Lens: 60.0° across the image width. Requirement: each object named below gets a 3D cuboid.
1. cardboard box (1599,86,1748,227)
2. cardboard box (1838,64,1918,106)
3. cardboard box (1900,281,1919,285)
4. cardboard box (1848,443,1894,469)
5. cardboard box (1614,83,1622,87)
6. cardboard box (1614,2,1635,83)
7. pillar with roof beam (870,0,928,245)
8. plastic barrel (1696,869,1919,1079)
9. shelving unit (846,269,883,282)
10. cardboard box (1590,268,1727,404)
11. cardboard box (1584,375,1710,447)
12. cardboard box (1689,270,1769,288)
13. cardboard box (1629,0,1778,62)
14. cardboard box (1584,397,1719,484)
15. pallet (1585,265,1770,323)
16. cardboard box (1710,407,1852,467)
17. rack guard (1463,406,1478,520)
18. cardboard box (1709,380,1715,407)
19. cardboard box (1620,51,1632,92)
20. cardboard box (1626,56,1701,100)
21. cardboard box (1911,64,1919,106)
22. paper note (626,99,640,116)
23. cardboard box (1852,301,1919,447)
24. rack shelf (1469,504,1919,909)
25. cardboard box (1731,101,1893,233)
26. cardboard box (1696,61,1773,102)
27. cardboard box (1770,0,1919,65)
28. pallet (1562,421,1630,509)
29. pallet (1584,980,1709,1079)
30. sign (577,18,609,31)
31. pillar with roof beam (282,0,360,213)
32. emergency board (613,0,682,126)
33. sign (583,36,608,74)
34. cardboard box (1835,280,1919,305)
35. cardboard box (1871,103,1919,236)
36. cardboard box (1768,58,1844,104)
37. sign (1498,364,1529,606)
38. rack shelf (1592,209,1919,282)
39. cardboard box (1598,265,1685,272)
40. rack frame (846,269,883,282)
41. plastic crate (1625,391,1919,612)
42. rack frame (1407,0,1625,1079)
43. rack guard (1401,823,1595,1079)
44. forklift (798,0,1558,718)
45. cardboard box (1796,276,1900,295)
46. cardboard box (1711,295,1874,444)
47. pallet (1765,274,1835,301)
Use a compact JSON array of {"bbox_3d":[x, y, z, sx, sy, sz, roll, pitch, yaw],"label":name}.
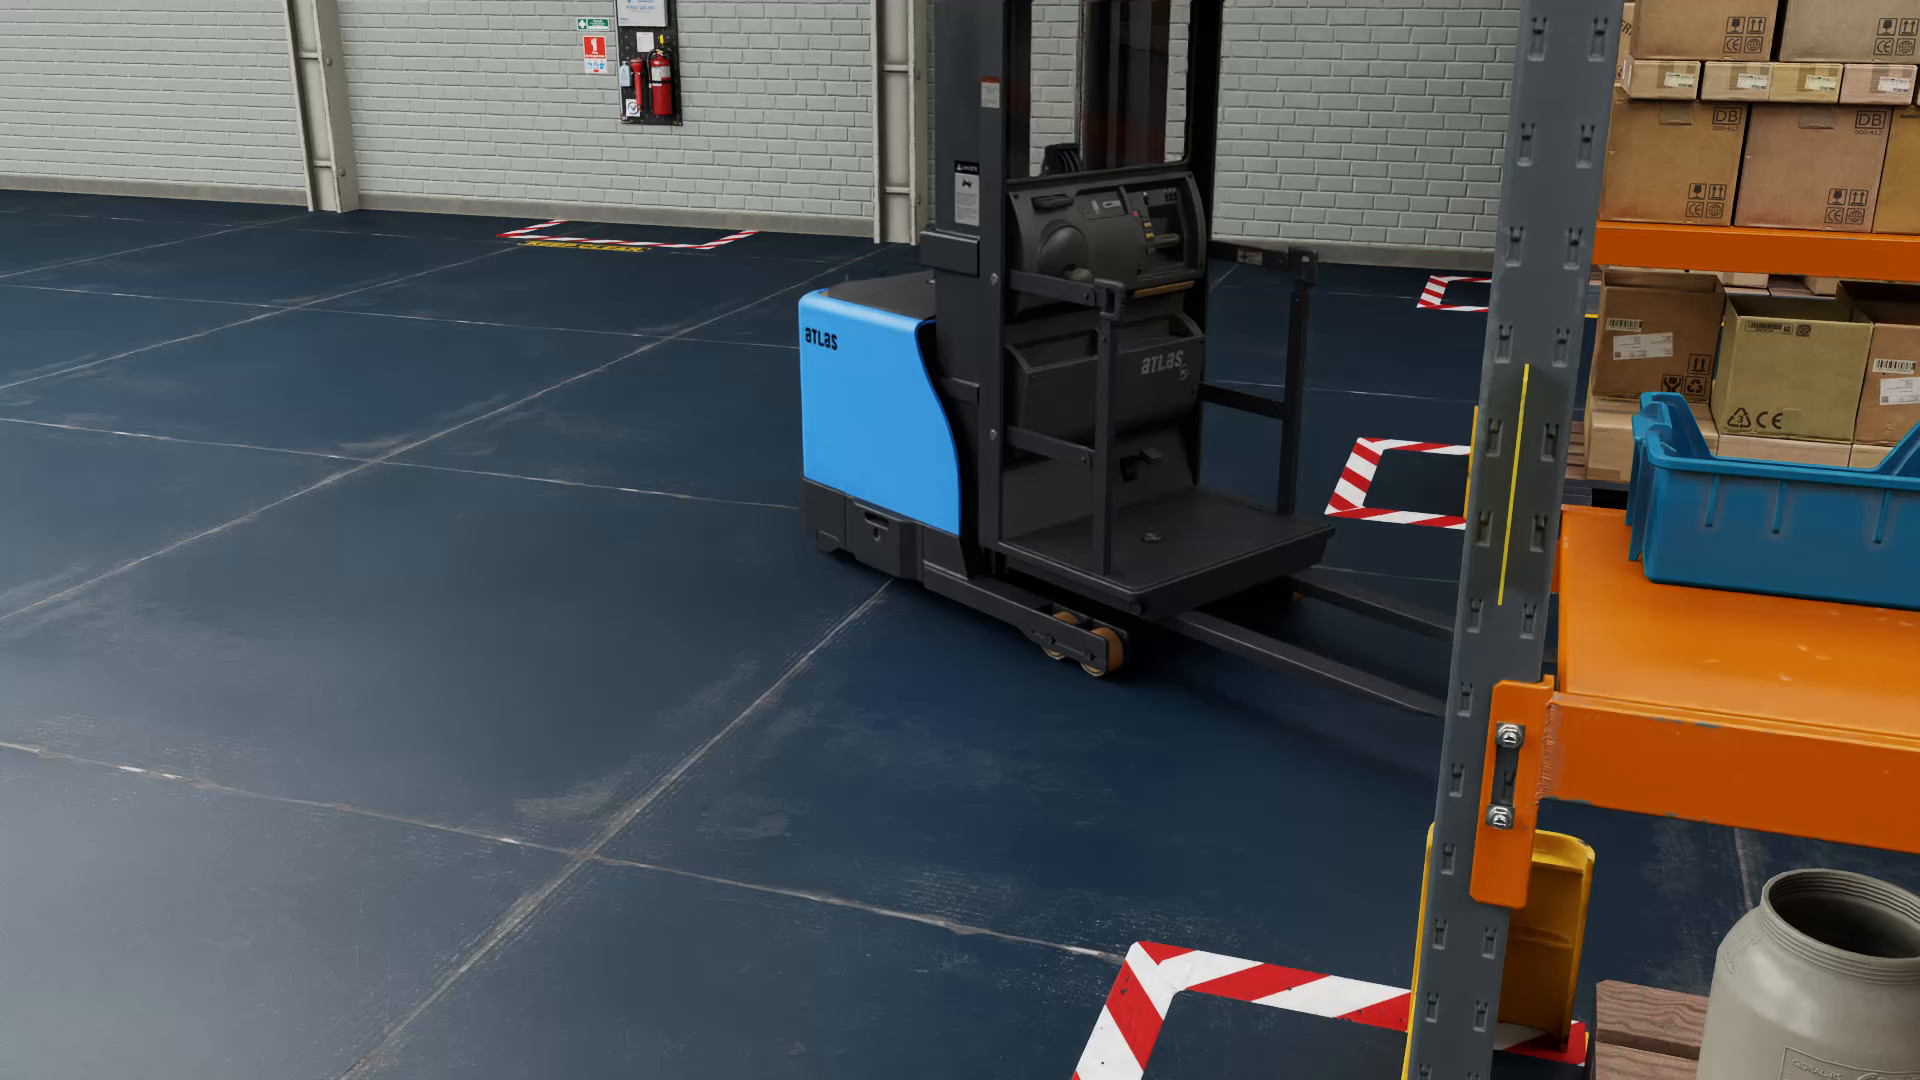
[{"bbox_3d":[3.021,-1.648,7.096,0.500,0.500,0.700,7,20,18],"label":"cardboard box"},{"bbox_3d":[3.607,-1.817,6.593,0.250,0.149,0.380,6,20,17],"label":"cardboard box"},{"bbox_3d":[6.481,-1.804,11.359,0.250,0.149,0.380,5,20,14],"label":"cardboard box"},{"bbox_3d":[3.964,-0.321,6.980,0.500,0.250,0.500,7,20,18],"label":"cardboard box"},{"bbox_3d":[4.563,-2.983,11.275,0.500,0.250,0.500,6,20,16],"label":"cardboard box"},{"bbox_3d":[4.559,-3.344,11.170,0.500,0.500,0.500,7,20,18],"label":"cardboard box"},{"bbox_3d":[-1.929,-5.532,9.274,0.400,9.000,9.100,7,20,18],"label":"pillar with roof beam"},{"bbox_3d":[1.602,0.908,3.056,0.421,0.512,0.421,0,19,0],"label":"plastic barrel"},{"bbox_3d":[-0.335,-0.642,7.324,0.215,1.050,0.252,-16,25,-38],"label":"shelving unit"},{"bbox_3d":[3.189,-0.944,7.627,0.500,0.500,0.500,7,20,18],"label":"cardboard box"},{"bbox_3d":[3.188,-0.589,7.749,0.500,0.250,0.500,7,20,18],"label":"cardboard box"},{"bbox_3d":[5.369,-1.970,11.587,0.500,0.311,0.500,8,21,23],"label":"cardboard box"},{"bbox_3d":[3.071,-2.255,6.866,0.500,0.500,0.700,7,20,18],"label":"cardboard box"},{"bbox_3d":[3.018,-0.428,7.287,0.500,0.250,0.500,7,20,18],"label":"cardboard box"},{"bbox_3d":[5.034,-1.772,11.840,1.213,0.211,1.003,7,20,18],"label":"pallet"},{"bbox_3d":[3.491,-0.375,7.135,0.500,0.250,0.500,7,20,18],"label":"cardboard box"},{"bbox_3d":[2.562,-0.478,7.687,0.348,0.500,1.175,7,20,18],"label":"rack guard"},{"bbox_3d":[3.664,-0.539,7.605,0.500,0.250,0.500,7,20,18],"label":"cardboard box"},{"bbox_3d":[3.008,-2.027,7.196,0.250,0.149,0.380,6,20,17],"label":"cardboard box"},{"bbox_3d":[2.884,-1.900,6.831,0.250,0.149,0.380,6,20,18],"label":"cardboard box"},{"bbox_3d":[3.860,-1.789,6.513,0.250,0.149,0.380,6,20,16],"label":"cardboard box"},{"bbox_3d":[-2.983,-3.941,15.163,0.142,0.148,0.016,7,20,18],"label":"paper note"},{"bbox_3d":[3.967,-0.679,6.867,0.500,0.500,0.500,7,20,18],"label":"cardboard box"},{"bbox_3d":[2.844,0.440,2.350,4.000,0.370,1.077,7,20,18],"label":"rack shelf"},{"bbox_3d":[3.519,-1.593,6.937,0.500,0.500,0.700,7,20,19],"label":"cardboard box"},{"bbox_3d":[3.135,-1.872,6.752,0.250,0.149,0.380,6,20,17],"label":"cardboard box"},{"bbox_3d":[3.570,-2.200,6.707,0.500,0.500,0.700,6,20,17],"label":"cardboard box"},{"bbox_3d":[3.320,-0.269,7.527,1.213,0.211,1.003,7,20,18],"label":"pallet"},{"bbox_3d":[1.808,1.284,3.072,1.213,0.211,1.003,7,20,18],"label":"pallet"},{"bbox_3d":[-3.325,-4.672,15.062,0.331,0.109,0.001,7,20,18],"label":"sign"},{"bbox_3d":[-7.597,-6.180,11.134,0.400,9.000,9.100,7,20,18],"label":"pillar with roof beam"},{"bbox_3d":[-2.838,-4.316,14.902,0.643,1.169,0.194,7,20,18],"label":"emergency board"},{"bbox_3d":[-3.326,-4.425,15.159,0.234,0.329,0.001,7,20,18],"label":"sign"},{"bbox_3d":[4.138,-0.841,7.331,0.500,0.500,0.500,7,20,18],"label":"cardboard box"},{"bbox_3d":[3.986,-1.538,6.778,0.500,0.500,0.700,7,20,18],"label":"cardboard box"},{"bbox_3d":[3.370,-1.845,6.673,0.250,0.149,0.380,7,20,18],"label":"cardboard box"},{"bbox_3d":[0.771,-0.076,2.316,0.005,0.325,0.100,7,20,18],"label":"sign"},{"bbox_3d":[4.474,-1.100,6.767,4.000,0.370,1.077,7,20,18],"label":"rack shelf"},{"bbox_3d":[4.830,-2.031,11.763,0.500,0.311,0.500,4,20,12],"label":"cardboard box"},{"bbox_3d":[-0.415,-0.673,7.411,0.200,1.050,0.008,-16,25,-38],"label":"rack frame"},{"bbox_3d":[1.526,-0.084,2.987,0.616,0.251,0.499,7,20,18],"label":"plastic crate"},{"bbox_3d":[0.955,-0.116,2.851,0.127,3.000,1.000,7,20,18],"label":"rack frame"},{"bbox_3d":[1.042,1.058,3.281,0.348,0.500,1.175,7,20,18],"label":"rack guard"},{"bbox_3d":[0.678,-1.102,5.785,1.130,2.935,3.031,-16,25,-38],"label":"forklift"},{"bbox_3d":[6.046,-1.964,11.284,0.500,0.500,0.700,5,20,15],"label":"cardboard box"},{"bbox_3d":[3.491,-0.729,7.010,0.500,0.500,0.500,7,20,18],"label":"cardboard box"},{"bbox_3d":[6.183,-1.640,11.460,1.213,0.211,1.003,7,20,18],"label":"pallet"}]
